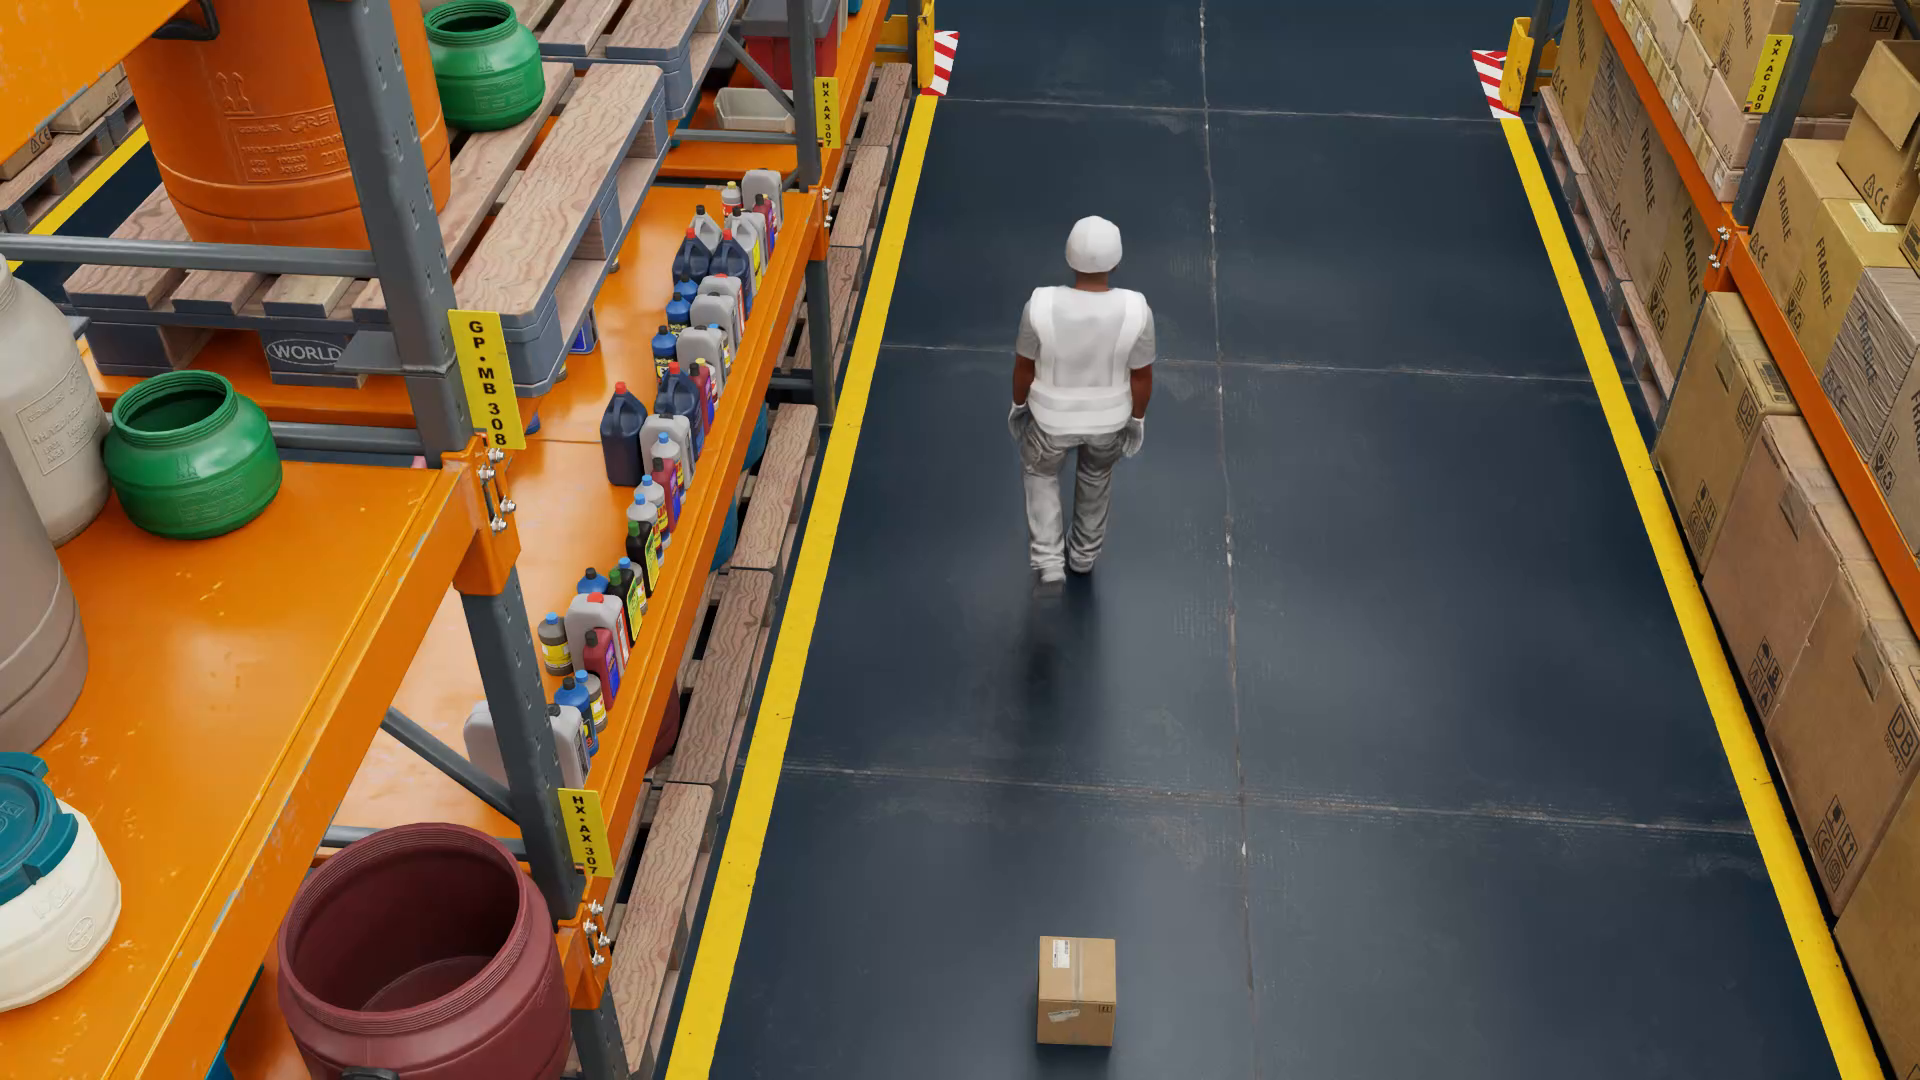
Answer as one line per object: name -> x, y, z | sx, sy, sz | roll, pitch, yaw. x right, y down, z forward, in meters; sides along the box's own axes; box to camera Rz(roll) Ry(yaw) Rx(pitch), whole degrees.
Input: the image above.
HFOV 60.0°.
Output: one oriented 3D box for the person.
person -> 0.478, -0.504, 6.663 | 0.566, 1.707, 0.534 | 0, 40, 0
